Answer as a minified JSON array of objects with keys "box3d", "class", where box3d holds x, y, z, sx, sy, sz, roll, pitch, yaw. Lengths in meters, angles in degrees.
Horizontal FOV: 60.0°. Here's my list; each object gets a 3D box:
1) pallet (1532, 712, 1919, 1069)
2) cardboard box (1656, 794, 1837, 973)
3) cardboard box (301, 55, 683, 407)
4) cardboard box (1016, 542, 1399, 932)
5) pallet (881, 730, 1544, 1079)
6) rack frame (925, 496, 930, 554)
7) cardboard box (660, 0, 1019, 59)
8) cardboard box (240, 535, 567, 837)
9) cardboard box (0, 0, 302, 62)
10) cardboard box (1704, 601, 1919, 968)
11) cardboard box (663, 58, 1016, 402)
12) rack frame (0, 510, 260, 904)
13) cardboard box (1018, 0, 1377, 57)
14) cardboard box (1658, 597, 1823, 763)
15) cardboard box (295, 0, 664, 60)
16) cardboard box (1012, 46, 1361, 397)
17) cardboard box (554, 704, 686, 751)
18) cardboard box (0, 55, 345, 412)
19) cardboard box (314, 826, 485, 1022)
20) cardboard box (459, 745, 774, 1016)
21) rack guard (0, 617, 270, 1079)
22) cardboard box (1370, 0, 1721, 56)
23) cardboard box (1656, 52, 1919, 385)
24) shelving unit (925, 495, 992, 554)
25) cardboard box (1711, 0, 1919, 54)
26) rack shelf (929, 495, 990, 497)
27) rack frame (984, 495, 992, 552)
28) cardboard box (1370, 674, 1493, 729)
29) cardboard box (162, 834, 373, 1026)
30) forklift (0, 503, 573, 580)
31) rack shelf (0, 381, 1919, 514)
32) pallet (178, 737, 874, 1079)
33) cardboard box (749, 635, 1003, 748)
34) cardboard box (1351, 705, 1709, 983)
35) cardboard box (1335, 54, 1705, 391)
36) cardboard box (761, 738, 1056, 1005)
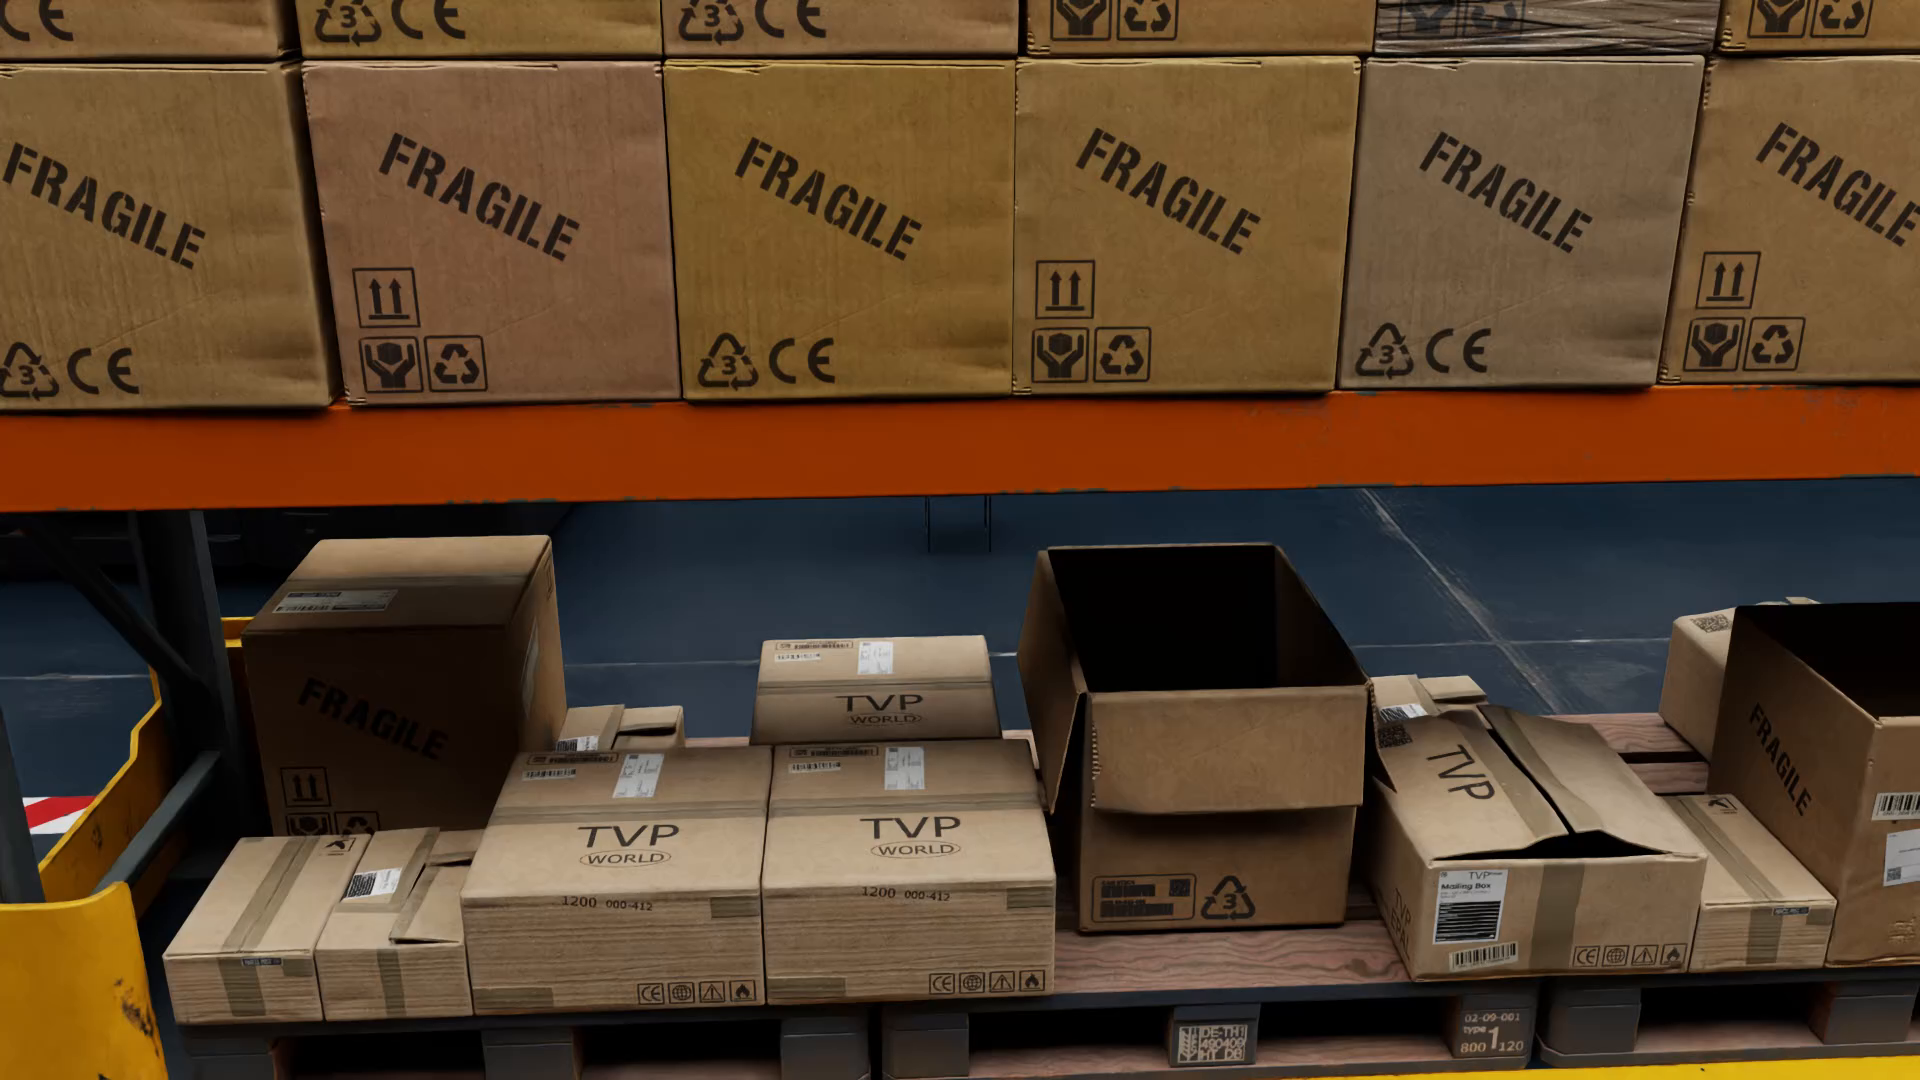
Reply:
[{"box3d":[1.651,0.686,3.524,1.213,0.211,1.003,-1,21,-3],"class":"pallet"},{"box3d":[1.413,0.637,3.121,0.250,0.149,0.380,-1,21,-3],"class":"cardboard box"},{"box3d":[-0.684,-0.524,2.642,0.500,0.500,0.500,-1,21,-4],"class":"cardboard box"},{"box3d":[0.461,0.370,3.324,0.637,0.503,0.797,-1,21,-3],"class":"cardboard box"},{"box3d":[0.430,0.711,3.456,1.213,0.211,1.003,-1,21,-3],"class":"pallet"},{"box3d":[-0.110,-0.418,5.455,0.006,0.900,0.240,-1,21,-3],"class":"rack frame"},{"box3d":[-0.178,-1.001,2.489,0.500,0.500,0.500,-1,21,-2],"class":"cardboard box"},{"box3d":[-1.128,0.314,3.475,0.500,0.500,0.500,-1,21,-3],"class":"cardboard box"},{"box3d":[-1.199,-0.979,2.432,0.500,0.500,0.500,-1,21,-1],"class":"cardboard box"},{"box3d":[1.784,0.444,3.135,0.500,0.500,0.500,-1,21,-3],"class":"cardboard box"},{"box3d":[-0.183,-0.534,2.666,0.500,0.500,0.500,-1,21,-3],"class":"cardboard box"},{"box3d":[-1.657,-0.550,2.850,0.127,3.000,1.000,-1,21,-3],"class":"rack frame"},{"box3d":[0.329,-1.012,2.517,0.500,0.500,0.500,-1,21,-4],"class":"cardboard box"},{"box3d":[1.905,0.351,3.643,0.500,0.311,0.500,-1,21,-3],"class":"cardboard box"},{"box3d":[-0.678,-0.993,2.467,0.500,0.500,0.500,-1,21,-2],"class":"cardboard box"},{"box3d":[0.316,-0.543,2.692,0.500,0.500,0.500,-1,21,-2],"class":"cardboard box"},{"box3d":[-0.719,0.494,3.472,0.250,0.166,0.380,-1,21,-3],"class":"cardboard box"},{"box3d":[-1.199,-0.512,2.610,0.500,0.500,0.500,-1,21,-2],"class":"cardboard box"},{"box3d":[-0.970,0.677,2.991,0.250,0.166,0.380,-1,21,-3],"class":"cardboard box"},{"box3d":[-0.599,0.609,3.052,0.500,0.250,0.500,-1,21,-3],"class":"cardboard box"},{"box3d":[-1.581,0.617,3.299,0.348,0.500,1.175,-1,21,-3],"class":"rack guard"},{"box3d":[0.832,-1.022,2.543,0.500,0.500,0.500,-1,21,-3],"class":"cardboard box"},{"box3d":[1.337,-0.566,2.751,0.500,0.500,0.500,-1,21,-2],"class":"cardboard box"},{"box3d":[-0.008,-0.420,5.460,0.210,0.900,0.258,-1,21,-3],"class":"shelving unit"},{"box3d":[1.335,-1.032,2.569,0.500,0.500,0.500,-2,21,-4],"class":"cardboard box"},{"box3d":[-0.008,-0.221,5.536,0.200,0.077,0.258,-1,21,-3],"class":"rack shelf"},{"box3d":[0.093,-0.422,5.466,0.006,0.900,0.240,-1,21,-3],"class":"rack frame"},{"box3d":[1.042,0.440,3.613,0.250,0.166,0.380,-1,21,-3],"class":"cardboard box"},{"box3d":[-1.219,0.690,2.981,0.250,0.149,0.380,-1,21,-3],"class":"cardboard box"},{"box3d":[-2.854,-1.429,5.254,3.031,2.935,1.130,1,21,3],"class":"forklift"},{"box3d":[0.340,-0.254,3.085,4.000,0.370,1.077,-1,21,-3],"class":"rack shelf"},{"box3d":[-0.785,0.735,3.394,1.213,0.211,1.003,-1,21,-3],"class":"pallet"},{"box3d":[-0.178,0.422,3.542,0.500,0.250,0.500,-1,21,-3],"class":"cardboard box"},{"box3d":[1.035,0.547,3.128,0.500,0.311,0.500,-1,21,-3],"class":"cardboard box"},{"box3d":[0.825,-0.555,2.721,0.500,0.500,0.500,-1,21,-2],"class":"cardboard box"},{"box3d":[-0.100,0.599,3.079,0.500,0.250,0.500,-1,21,-3],"class":"cardboard box"}]
